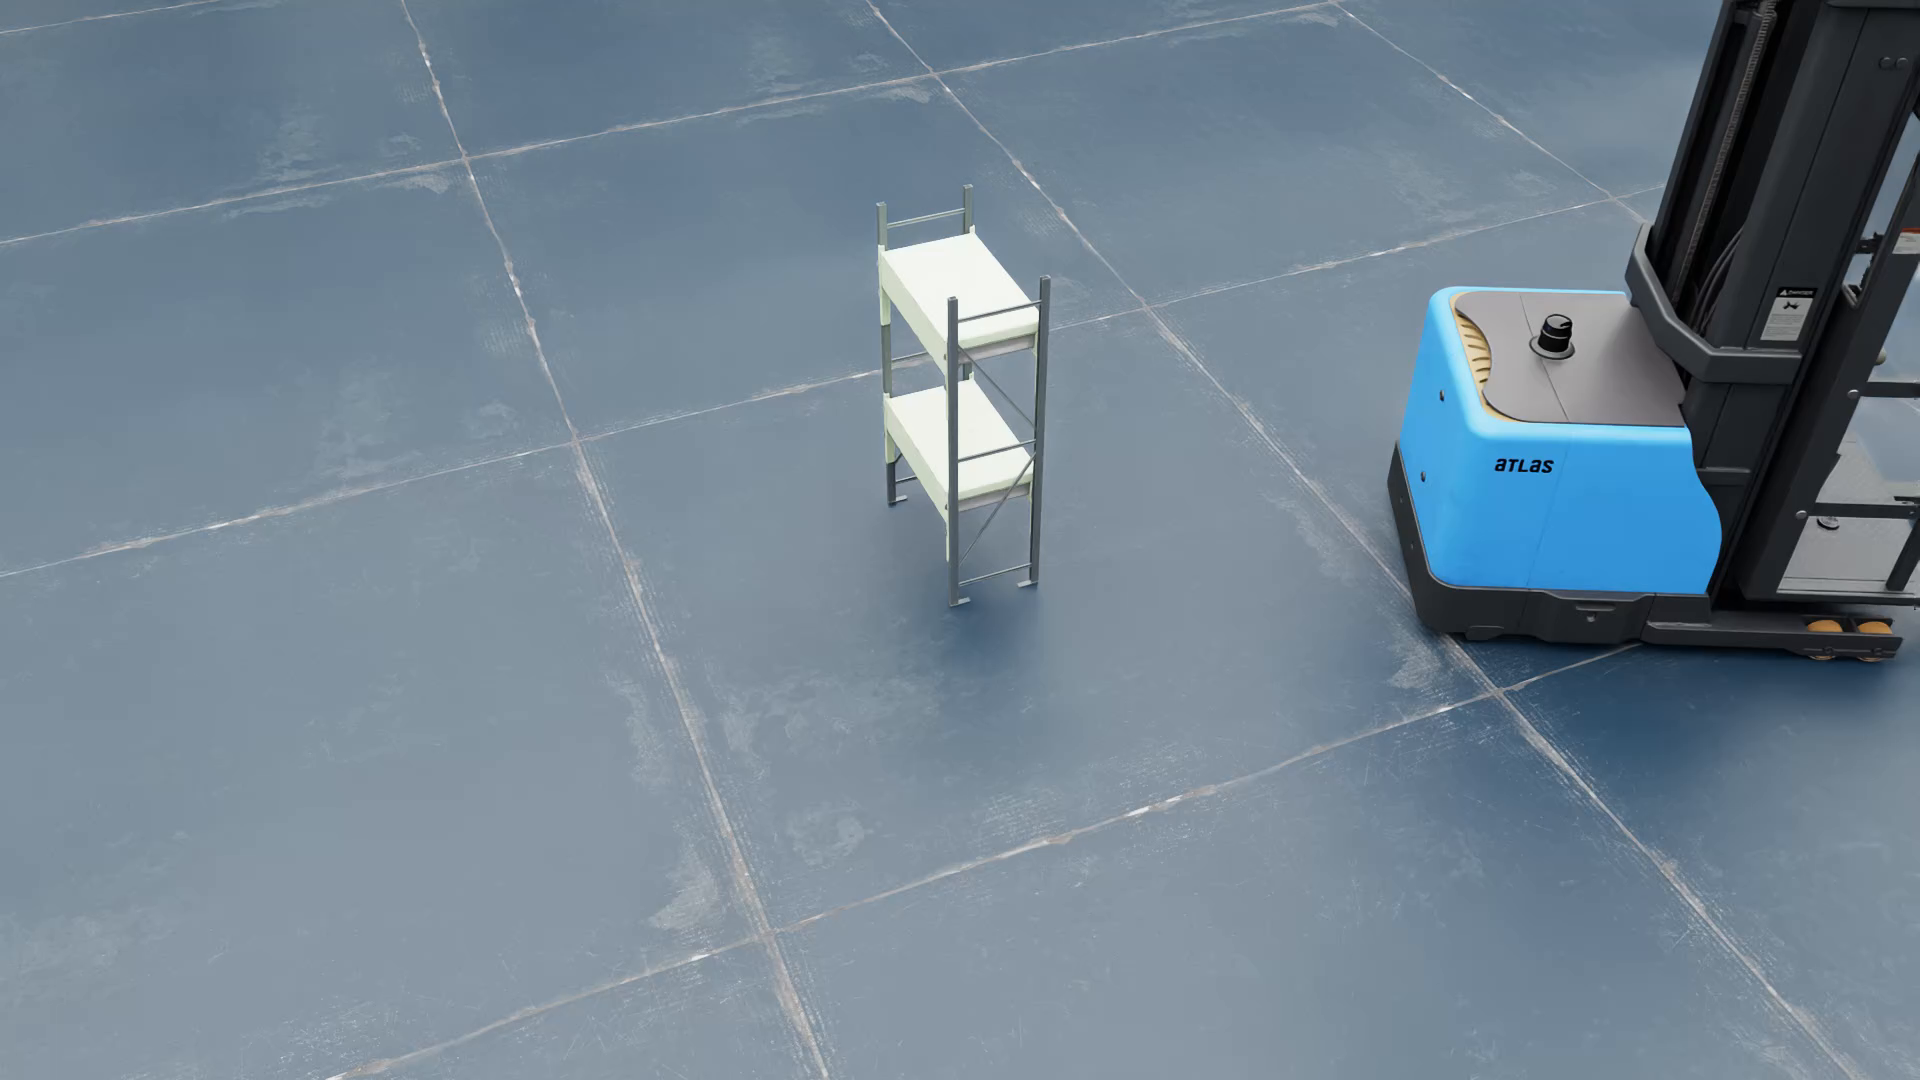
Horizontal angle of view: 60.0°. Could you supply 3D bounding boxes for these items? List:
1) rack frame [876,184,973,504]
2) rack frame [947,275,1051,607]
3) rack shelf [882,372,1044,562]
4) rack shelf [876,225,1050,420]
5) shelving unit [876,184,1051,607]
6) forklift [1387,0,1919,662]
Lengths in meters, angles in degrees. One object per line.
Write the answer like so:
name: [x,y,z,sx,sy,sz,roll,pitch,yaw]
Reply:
rack frame: [-0.137,-0.785,7.013,0.400,1.500,0.023,-15,43,-17]
rack frame: [0.143,-0.344,6.500,0.400,1.500,0.023,-15,43,-17]
rack shelf: [0.003,-0.317,6.969,0.431,0.370,0.720,-15,43,-17]
rack shelf: [0.003,-0.861,6.502,0.431,0.370,0.720,-15,43,-17]
shelving unit: [0.003,-0.565,6.756,0.431,1.500,0.755,-15,43,-17]
forklift: [3.400,-0.980,6.142,3.031,2.935,1.130,2,41,2]
